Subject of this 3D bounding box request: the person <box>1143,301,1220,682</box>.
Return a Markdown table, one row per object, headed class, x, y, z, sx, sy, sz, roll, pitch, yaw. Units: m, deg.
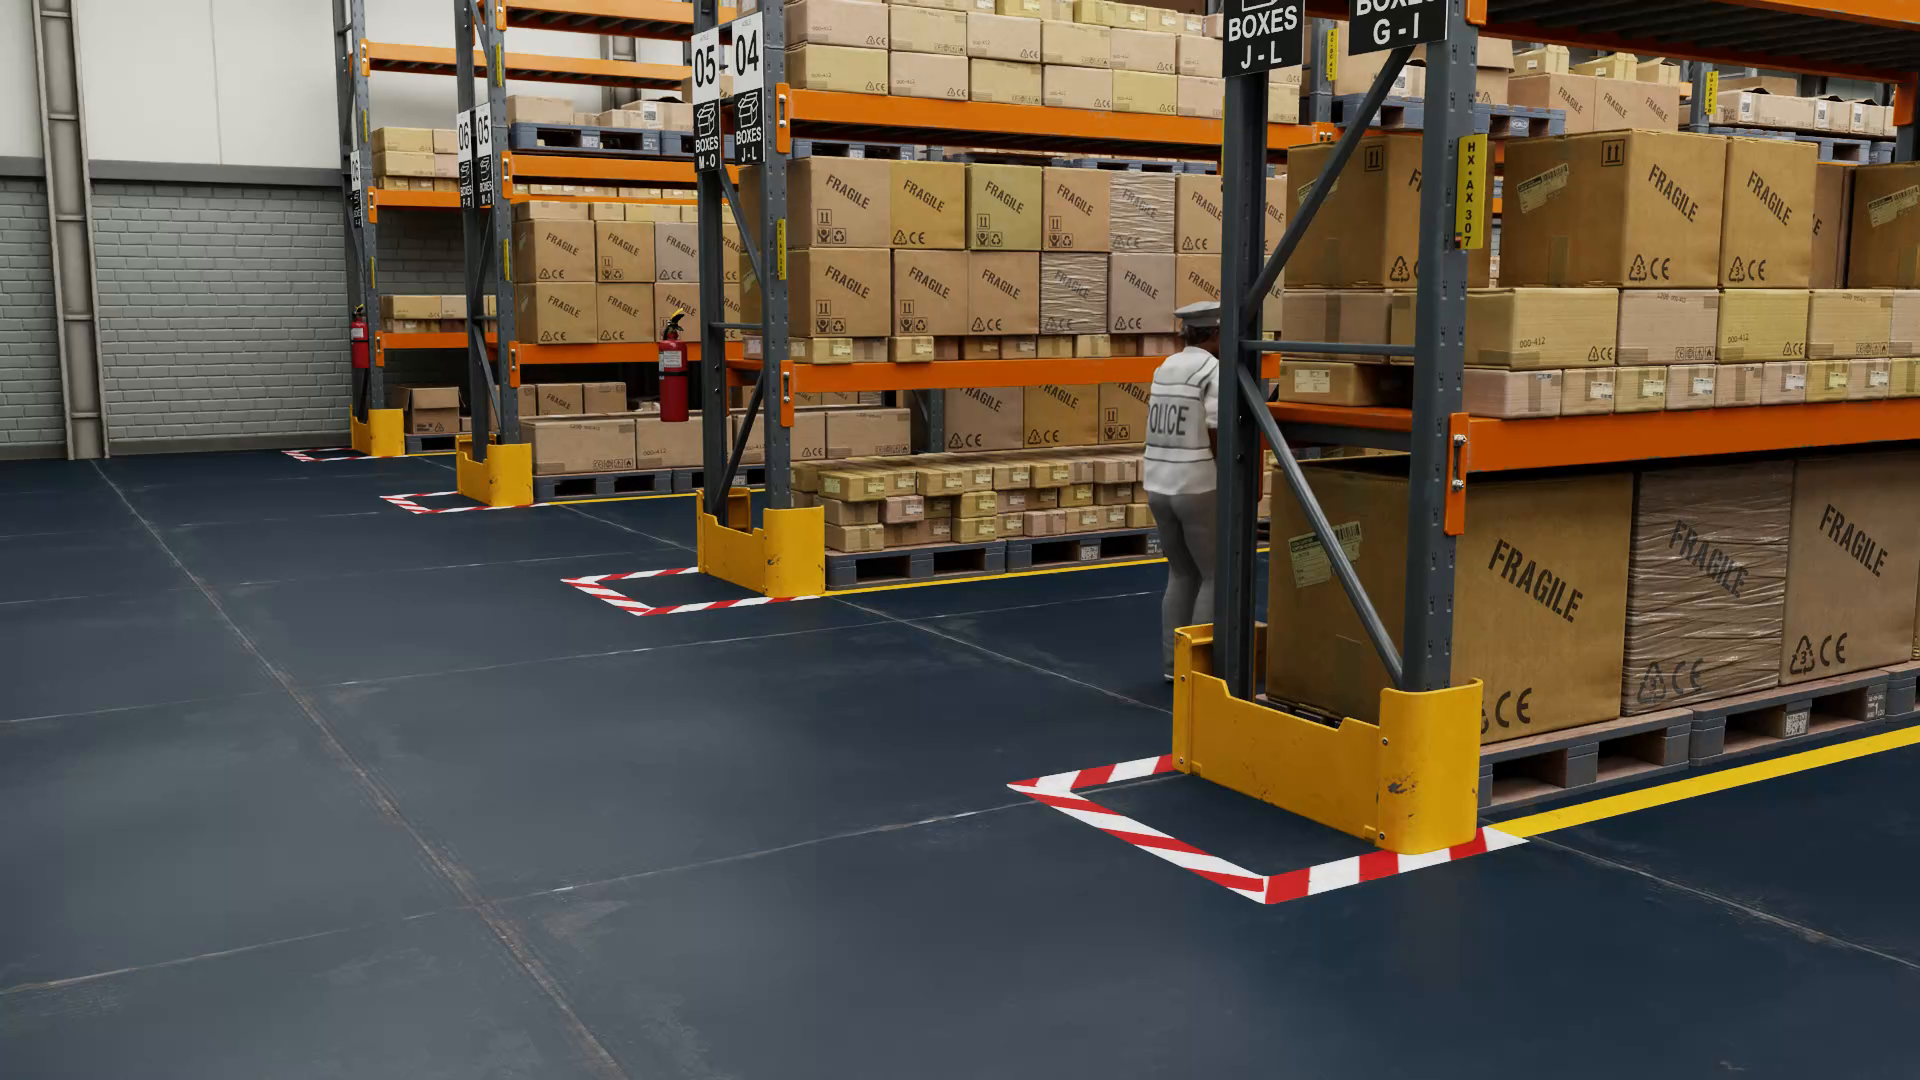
| class | x | y | z | sx | sy | sz | roll | pitch | yaw |
| --- | --- | --- | --- | --- | --- | --- | --- | --- | --- |
| person | 1.021 | -0.187 | 7.127 | 0.426 | 1.657 | 0.511 | -5 | 10 | -33 |
